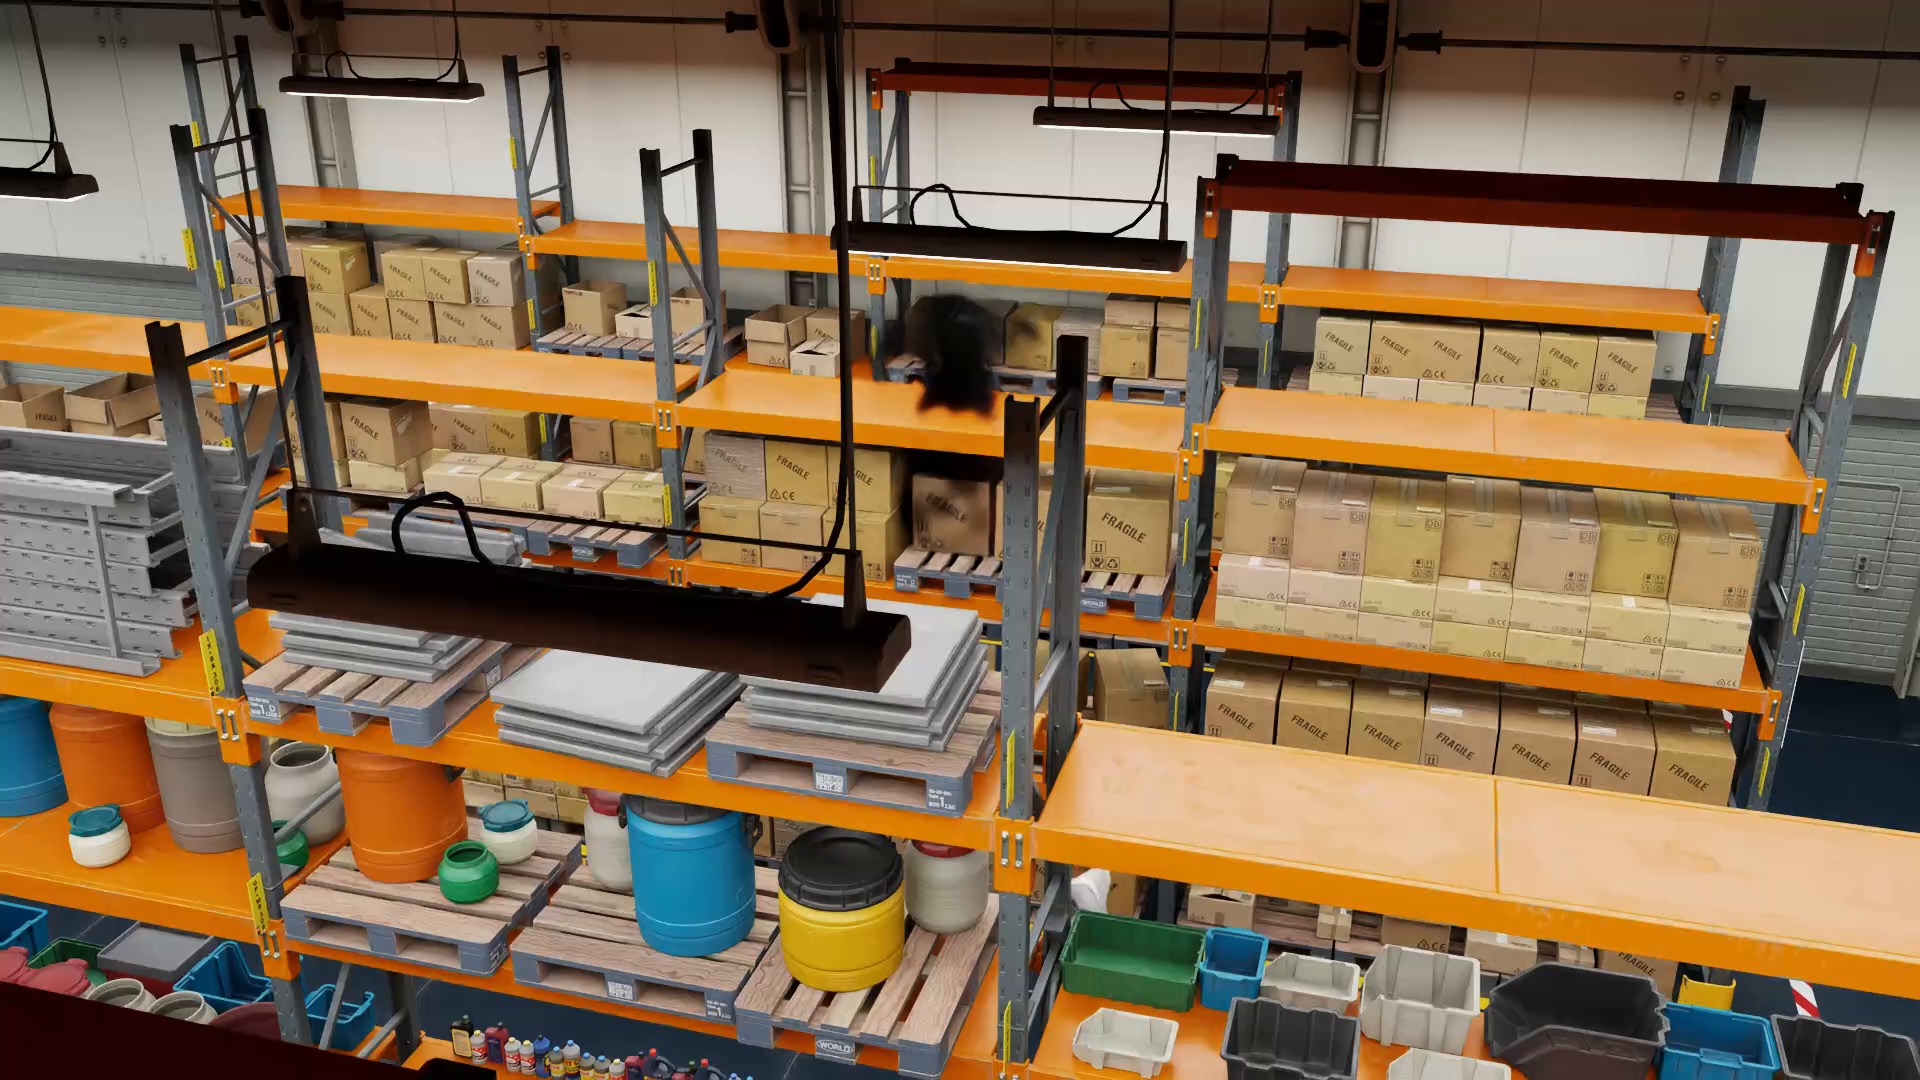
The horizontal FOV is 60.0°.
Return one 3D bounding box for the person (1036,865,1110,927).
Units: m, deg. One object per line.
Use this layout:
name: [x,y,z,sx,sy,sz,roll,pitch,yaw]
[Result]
person: [0.809,2.834,11.691,0.653,1.730,0.710,8,24,18]
